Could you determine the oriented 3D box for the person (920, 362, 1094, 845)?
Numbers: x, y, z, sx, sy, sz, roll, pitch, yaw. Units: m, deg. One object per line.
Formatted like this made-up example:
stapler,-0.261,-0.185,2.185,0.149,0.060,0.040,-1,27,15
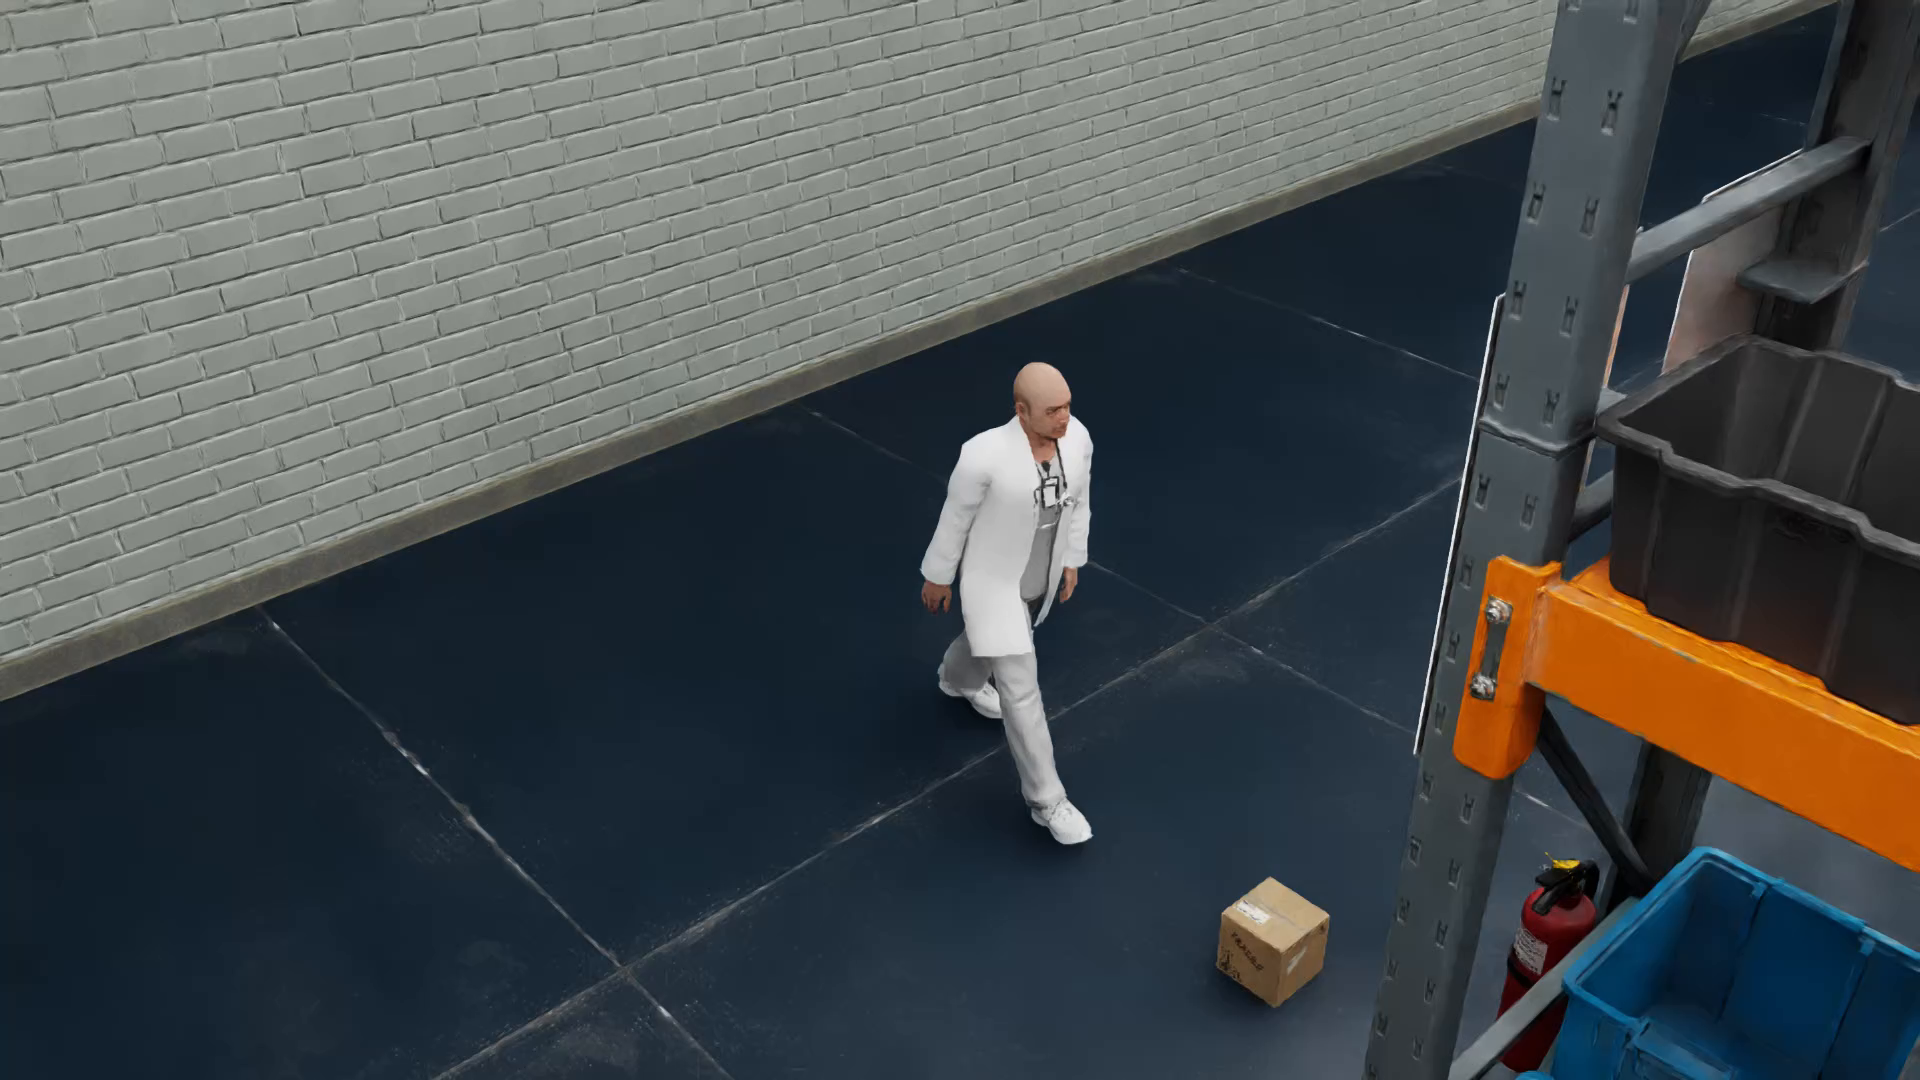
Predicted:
person,0.243,0.130,5.950,0.616,1.684,1.154,-22,38,-32
